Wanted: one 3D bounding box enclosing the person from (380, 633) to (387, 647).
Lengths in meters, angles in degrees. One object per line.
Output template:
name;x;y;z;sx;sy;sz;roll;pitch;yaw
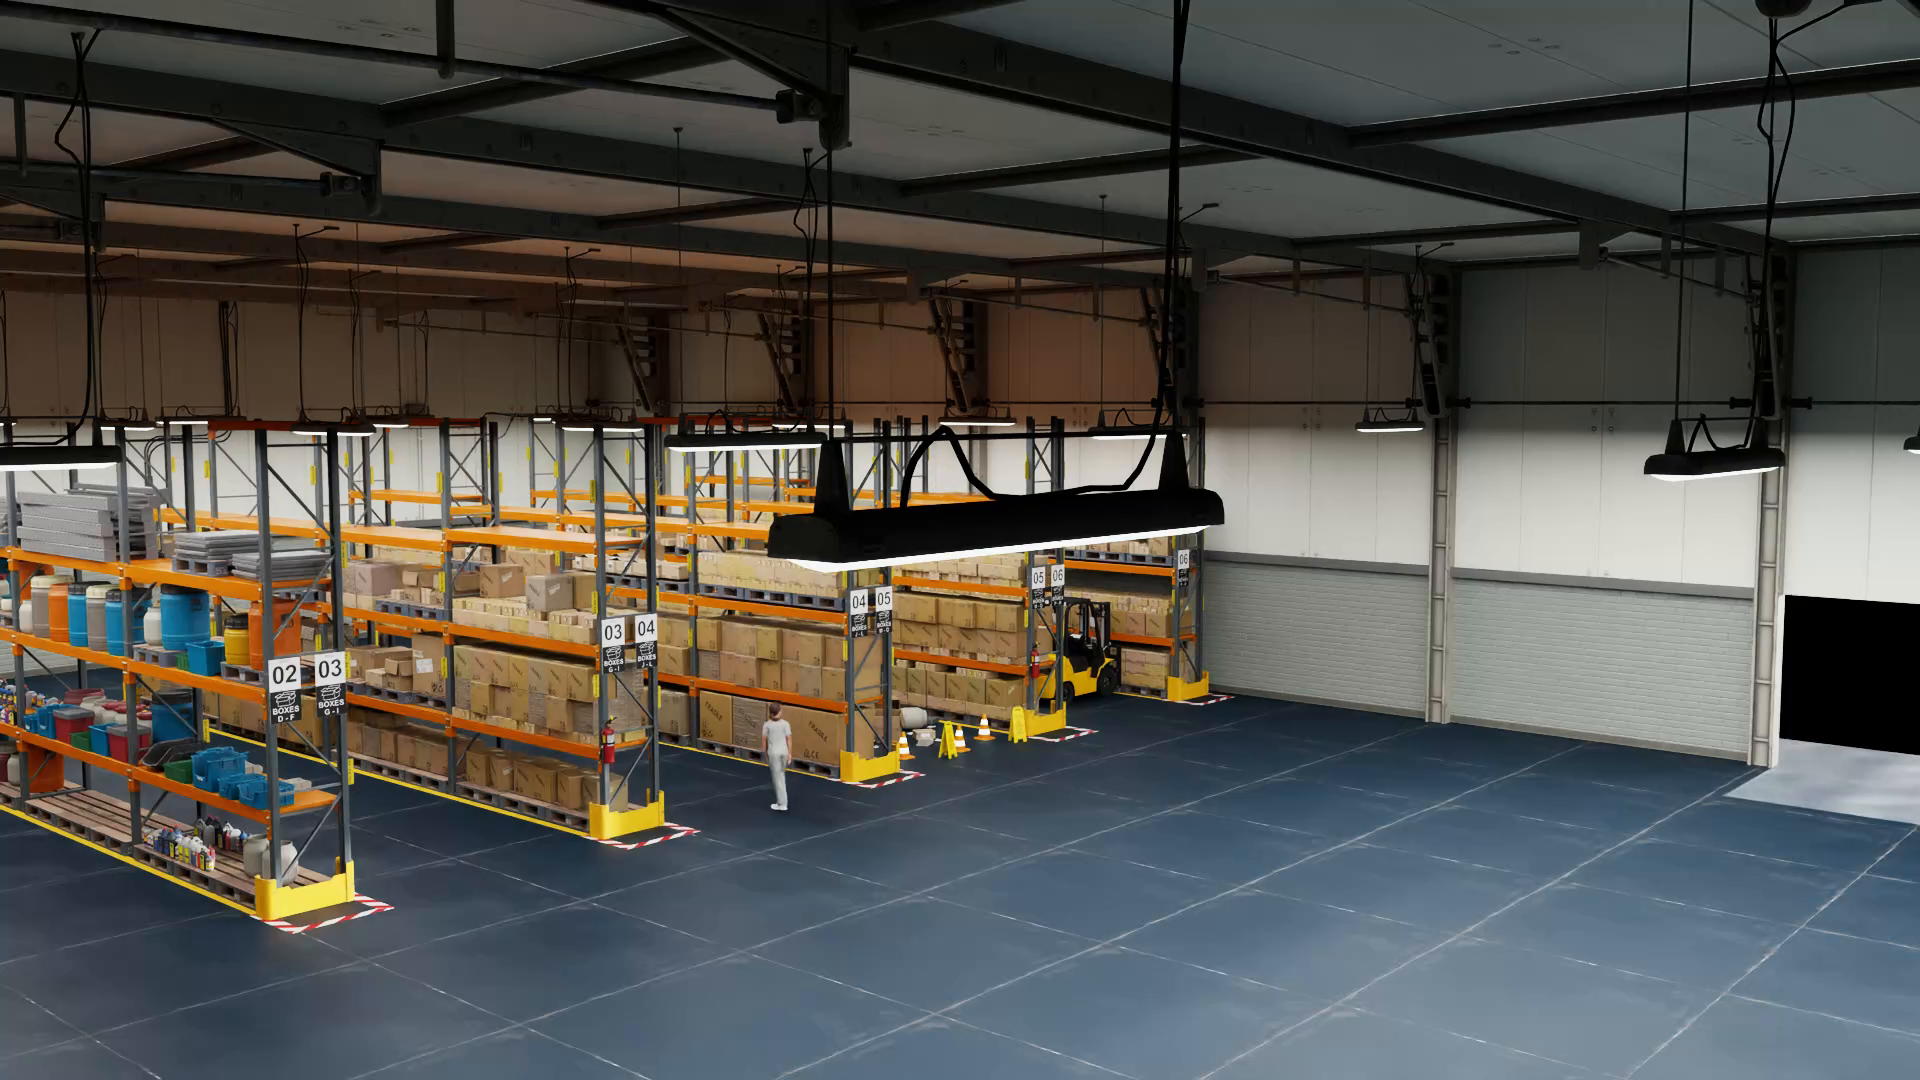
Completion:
person;-14.451;2.047;41.296;0.610;1.734;0.396;-4;6;-39

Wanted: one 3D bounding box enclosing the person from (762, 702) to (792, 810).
person;-2.837;3.366;25.798;0.419;1.717;0.552;-3;6;-32
